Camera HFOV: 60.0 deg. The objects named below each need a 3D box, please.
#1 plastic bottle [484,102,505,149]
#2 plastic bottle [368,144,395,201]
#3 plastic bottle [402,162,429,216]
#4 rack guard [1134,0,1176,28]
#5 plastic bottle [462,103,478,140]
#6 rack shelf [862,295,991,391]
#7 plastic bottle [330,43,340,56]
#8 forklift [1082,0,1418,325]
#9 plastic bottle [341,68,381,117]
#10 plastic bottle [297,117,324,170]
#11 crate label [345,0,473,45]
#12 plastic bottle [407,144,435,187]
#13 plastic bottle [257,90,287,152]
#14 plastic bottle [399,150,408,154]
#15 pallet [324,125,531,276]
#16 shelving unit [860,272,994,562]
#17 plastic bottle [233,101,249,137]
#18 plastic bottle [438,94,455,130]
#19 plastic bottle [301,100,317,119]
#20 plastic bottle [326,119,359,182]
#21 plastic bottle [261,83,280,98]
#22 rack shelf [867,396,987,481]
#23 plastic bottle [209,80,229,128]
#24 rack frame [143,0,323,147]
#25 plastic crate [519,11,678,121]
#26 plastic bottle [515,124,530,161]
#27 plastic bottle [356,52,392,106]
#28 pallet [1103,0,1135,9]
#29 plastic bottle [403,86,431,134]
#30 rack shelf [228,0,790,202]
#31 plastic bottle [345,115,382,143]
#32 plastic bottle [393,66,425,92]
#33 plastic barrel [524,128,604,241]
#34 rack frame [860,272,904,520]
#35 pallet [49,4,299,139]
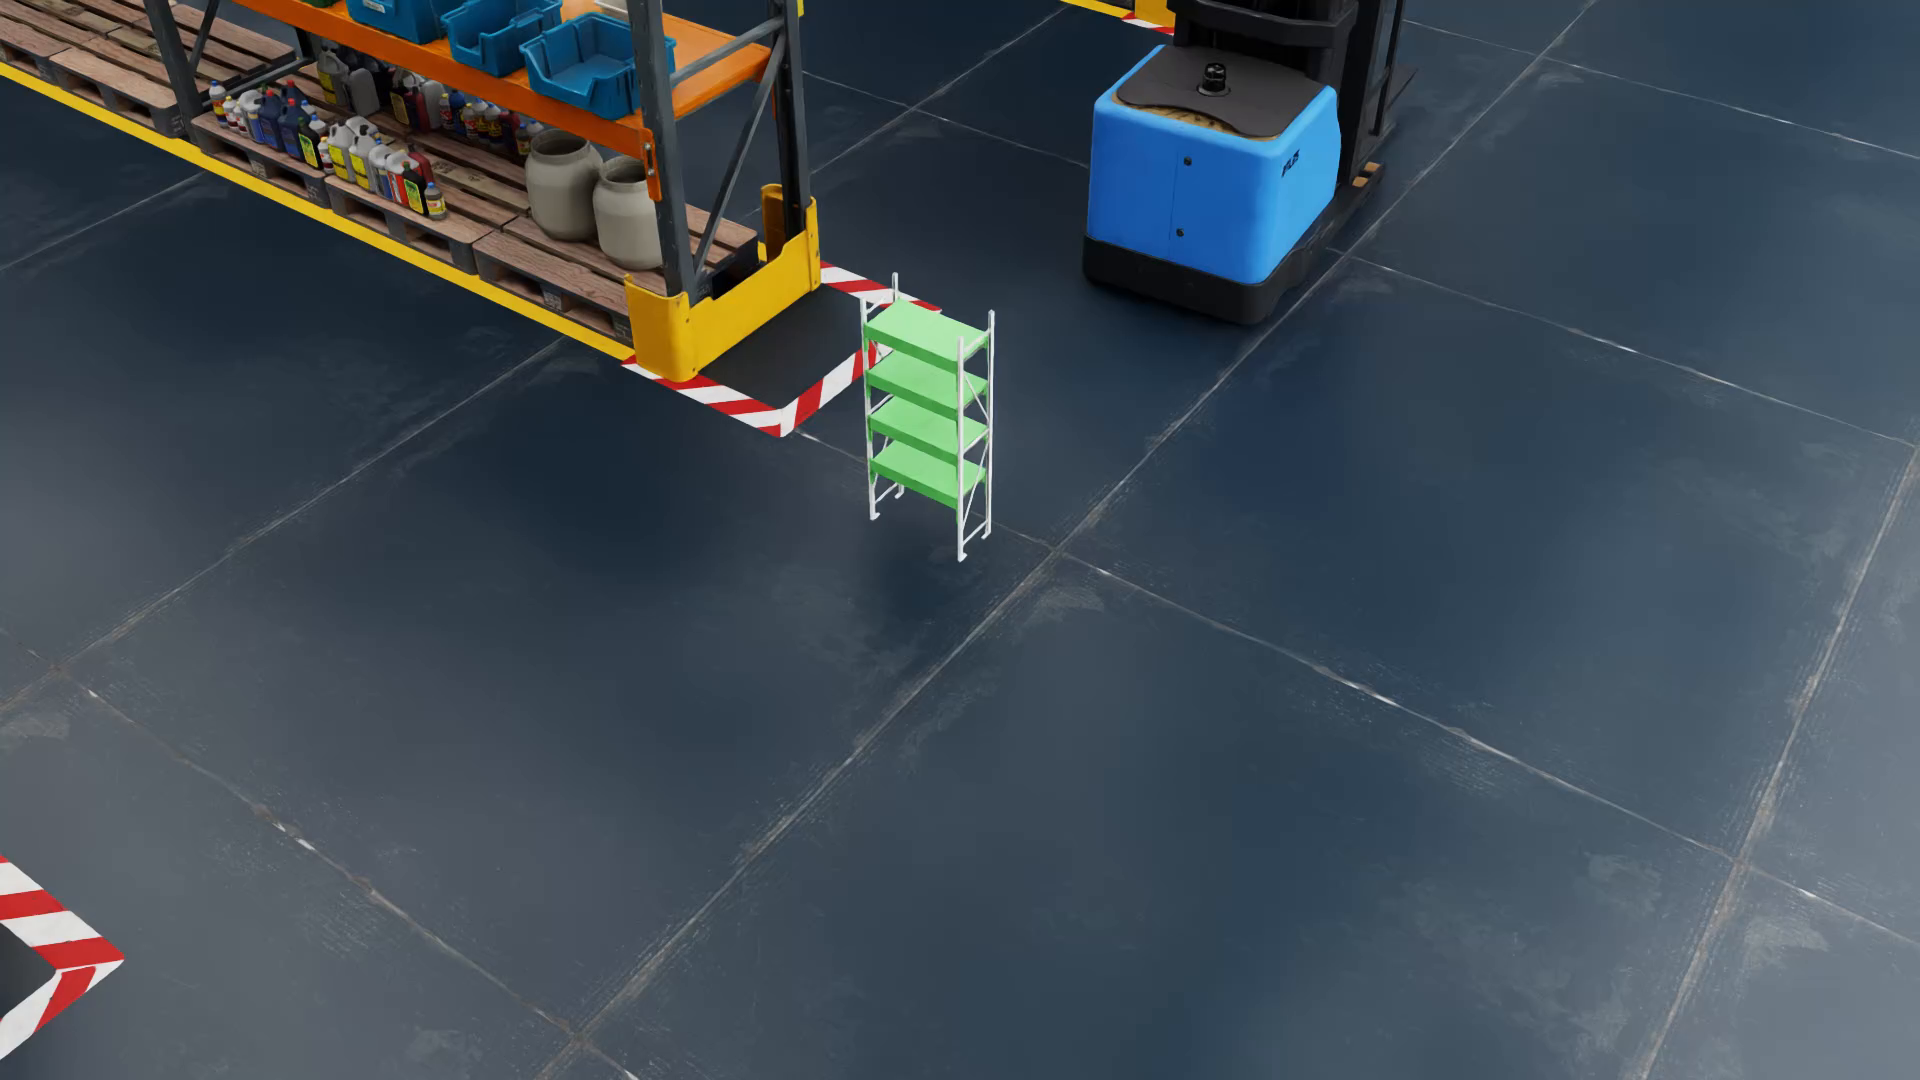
[{"bbox_3d":[-2.703,-2.418,9.667,0.097,0.271,0.097,0,42,0],"label":"plastic bottle"},{"bbox_3d":[-3.177,-2.053,9.255,0.135,0.276,0.152,24,47,24],"label":"plastic bottle"},{"bbox_3d":[-2.979,-1.926,9.108,0.133,0.283,0.061,26,48,26],"label":"plastic bottle"},{"bbox_3d":[1.664,-4.077,11.680,0.348,0.500,1.175,25,48,25],"label":"rack guard"},{"bbox_3d":[-2.866,-2.468,9.776,0.097,0.201,0.097,0,42,0],"label":"plastic bottle"},{"bbox_3d":[-0.136,-0.821,6.892,0.480,0.148,0.258,25,48,25],"label":"rack shelf"},{"bbox_3d":[-3.809,-2.954,10.258,0.133,0.283,0.061,27,49,27],"label":"plastic bottle"},{"bbox_3d":[1.843,-3.178,8.852,1.130,2.935,3.031,21,46,22],"label":"forklift"},{"bbox_3d":[-3.607,-2.702,9.982,0.135,0.276,0.152,25,48,25],"label":"plastic bottle"},{"bbox_3d":[-3.704,-2.265,9.487,0.133,0.283,0.061,27,48,27],"label":"plastic bottle"},{"bbox_3d":[-2.780,-2.845,8.402,0.616,0.435,0.502,25,48,25],"label":"crate label"},{"bbox_3d":[-3.003,-2.061,9.259,0.133,0.283,0.061,25,48,25],"label":"plastic bottle"},{"bbox_3d":[-3.970,-2.448,9.641,0.185,0.351,0.144,26,48,26],"label":"plastic bottle"},{"bbox_3d":[-3.121,-2.100,9.364,0.097,0.201,0.097,0,42,0],"label":"plastic bottle"},{"bbox_3d":[-2.863,-2.021,9.599,1.213,0.211,1.003,25,48,25],"label":"pallet"},{"bbox_3d":[-0.136,-0.511,7.169,0.503,1.200,0.258,25,48,25],"label":"shelving unit"},{"bbox_3d":[-4.217,-2.489,9.799,0.097,0.201,0.097,0,42,0],"label":"plastic bottle"},{"bbox_3d":[-3.035,-2.547,9.864,0.097,0.201,0.097,0,42,0],"label":"plastic bottle"},{"bbox_3d":[-3.782,-2.429,9.679,0.097,0.271,0.097,0,42,0],"label":"plastic bottle"},{"bbox_3d":[-3.467,-2.213,9.378,0.185,0.351,0.144,25,47,25],"label":"plastic bottle"},{"bbox_3d":[-4.042,-2.547,9.802,0.133,0.283,0.061,25,48,25],"label":"plastic bottle"},{"bbox_3d":[-0.136,-0.463,7.212,0.480,0.148,0.258,25,48,25],"label":"rack shelf"},{"bbox_3d":[-4.383,-2.593,9.862,0.097,0.271,0.097,0,42,0],"label":"plastic bottle"},{"bbox_3d":[-4.392,-3.807,9.503,0.127,3.000,1.000,25,48,25],"label":"rack frame"},{"bbox_3d":[-1.699,-2.248,7.873,0.616,0.251,0.499,25,48,25],"label":"plastic crate"},{"bbox_3d":[-2.508,-2.300,9.588,0.097,0.201,0.097,0,42,0],"label":"plastic bottle"},{"bbox_3d":[-3.542,-2.821,10.058,0.185,0.351,0.144,23,47,23],"label":"plastic bottle"},{"bbox_3d":[1.020,-4.300,12.145,1.213,0.211,1.003,25,48,25],"label":"pallet"},{"bbox_3d":[-3.208,-2.549,9.805,0.133,0.283,0.061,25,48,25],"label":"plastic bottle"},{"bbox_3d":[-2.755,-2.773,8.887,4.000,0.370,1.077,25,48,25],"label":"rack shelf"},{"bbox_3d":[-3.403,-2.276,9.505,0.135,0.276,0.152,25,48,25],"label":"plastic bottle"},{"bbox_3d":[-3.278,-2.697,9.920,0.185,0.351,0.144,25,47,25],"label":"plastic bottle"},{"bbox_3d":[-2.110,-1.907,8.931,0.421,0.512,0.421,0,42,0],"label":"plastic barrel"},{"bbox_3d":[-0.335,-0.604,7.273,0.015,1.200,0.240,25,48,25],"label":"rack frame"},{"bbox_3d":[-5.057,-3.047,10.745,1.213,0.211,1.003,25,48,25],"label":"pallet"}]
